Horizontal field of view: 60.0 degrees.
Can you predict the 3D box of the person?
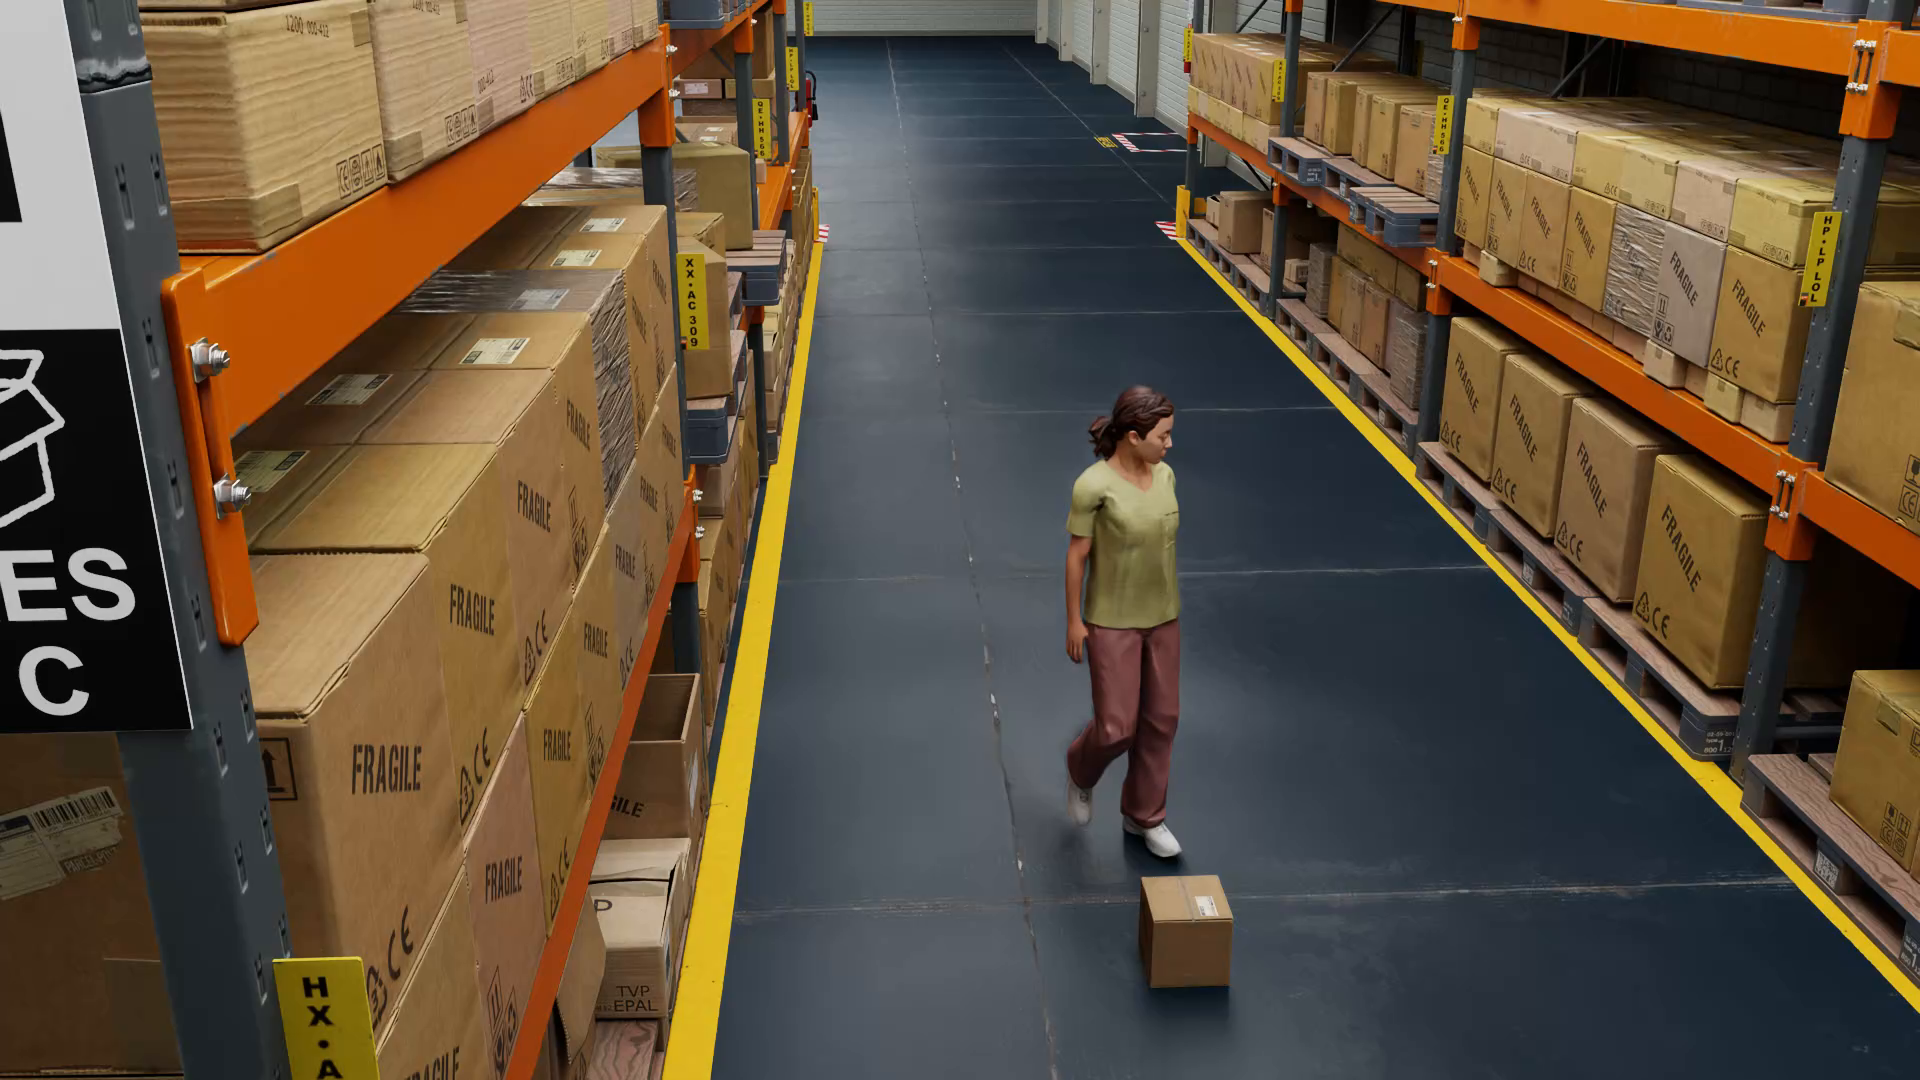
[{"bbox_3d":[0.596,0.295,5.772,0.467,1.652,0.509,-12,24,-29],"label":"person"}]
